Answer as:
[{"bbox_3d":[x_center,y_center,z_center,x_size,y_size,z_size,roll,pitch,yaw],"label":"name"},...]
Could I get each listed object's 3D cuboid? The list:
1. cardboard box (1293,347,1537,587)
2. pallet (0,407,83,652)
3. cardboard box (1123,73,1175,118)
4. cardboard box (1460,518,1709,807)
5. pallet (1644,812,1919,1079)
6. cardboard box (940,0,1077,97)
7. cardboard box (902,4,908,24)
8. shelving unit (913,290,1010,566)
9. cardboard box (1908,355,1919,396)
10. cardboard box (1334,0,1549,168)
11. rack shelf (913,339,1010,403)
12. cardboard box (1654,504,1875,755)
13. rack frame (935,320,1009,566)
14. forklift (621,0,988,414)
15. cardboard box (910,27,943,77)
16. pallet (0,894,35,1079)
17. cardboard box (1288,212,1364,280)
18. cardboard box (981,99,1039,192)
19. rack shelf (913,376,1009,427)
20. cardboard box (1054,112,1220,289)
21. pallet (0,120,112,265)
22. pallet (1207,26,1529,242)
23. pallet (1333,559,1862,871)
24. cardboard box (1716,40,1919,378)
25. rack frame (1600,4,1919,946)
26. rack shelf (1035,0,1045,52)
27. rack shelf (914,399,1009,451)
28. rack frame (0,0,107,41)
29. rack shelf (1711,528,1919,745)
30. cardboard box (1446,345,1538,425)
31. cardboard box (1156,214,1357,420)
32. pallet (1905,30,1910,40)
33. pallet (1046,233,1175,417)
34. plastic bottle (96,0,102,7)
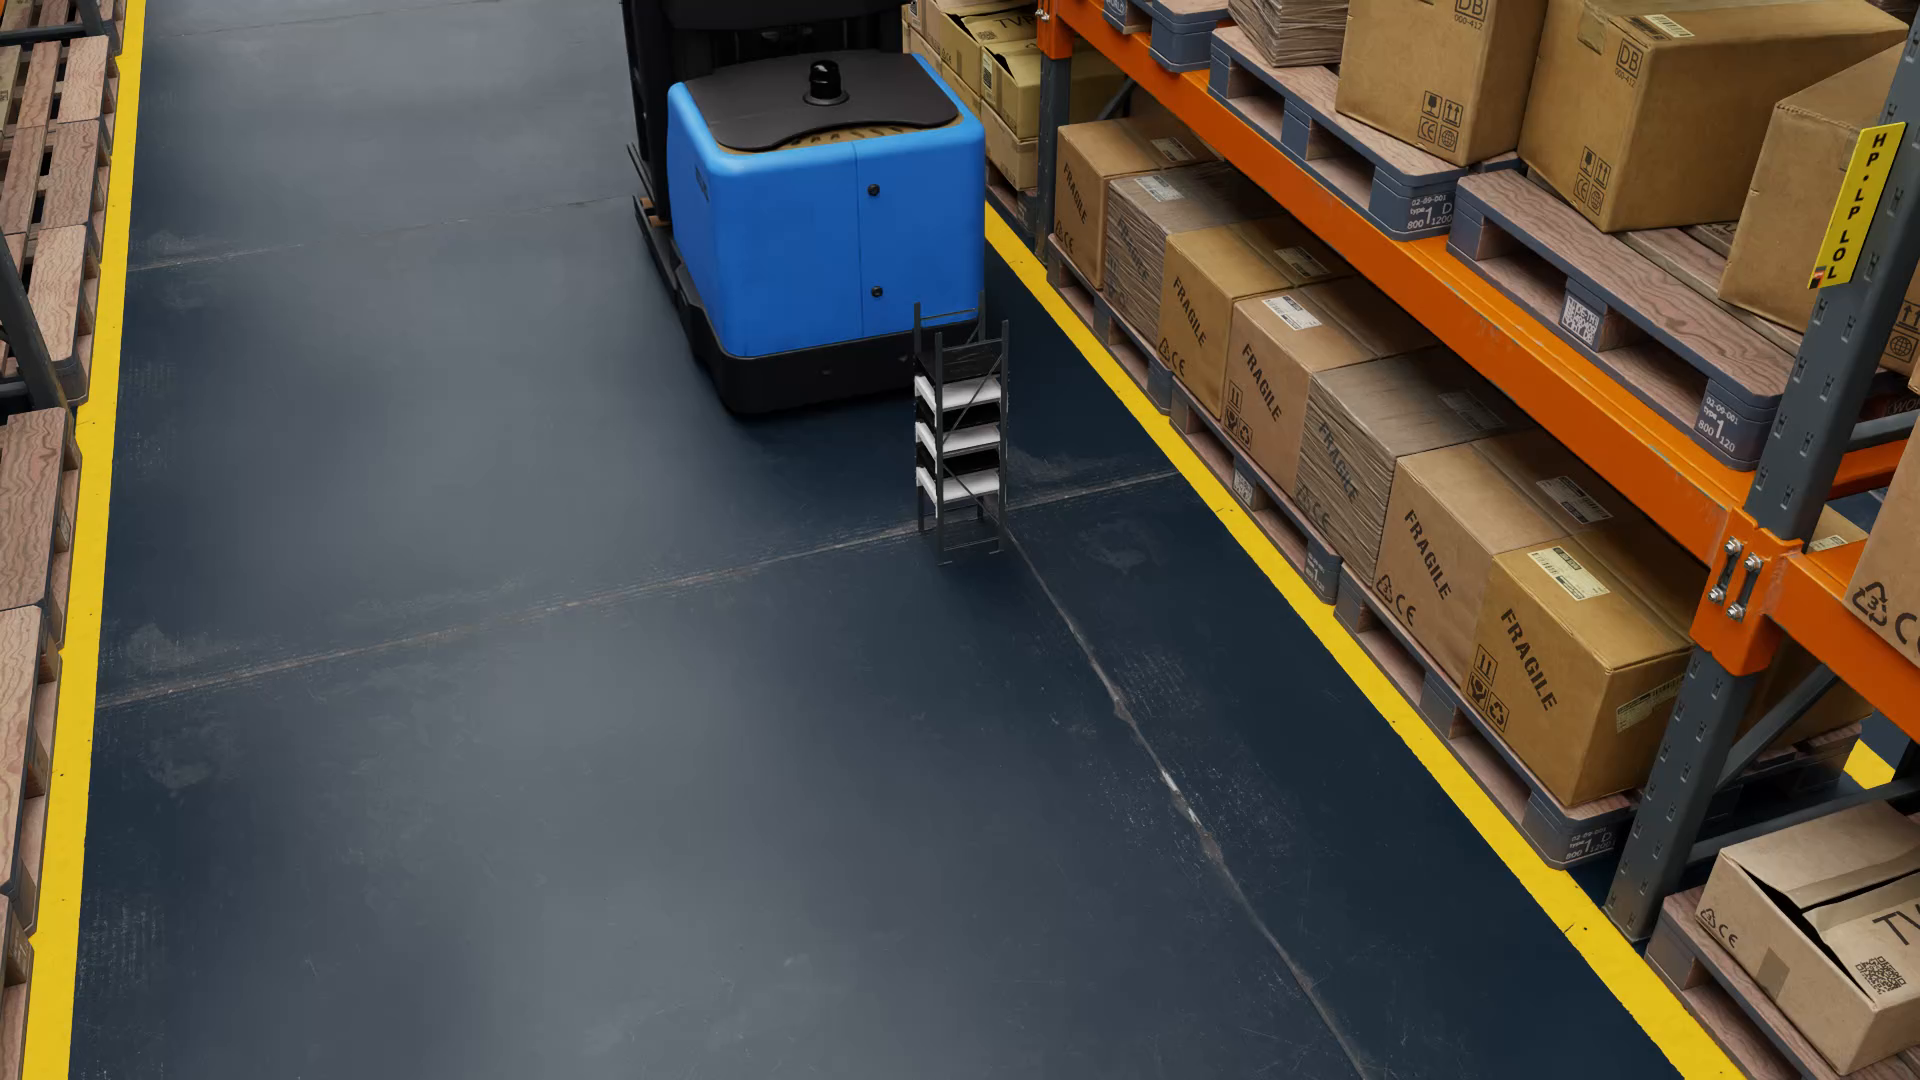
[{"bbox_3d":[1.427,-0.238,5.285,0.500,0.500,0.500,-12,39,-15],"label":"cardboard box"},{"bbox_3d":[-3.518,0.037,5.525,1.003,0.211,1.213,-12,39,-16],"label":"pallet"},{"bbox_3d":[0.919,-2.187,7.631,0.500,0.311,0.500,-11,38,-14],"label":"cardboard box"},{"bbox_3d":[1.761,0.326,4.536,0.500,0.500,0.500,-13,39,-16],"label":"cardboard box"},{"bbox_3d":[2.436,1.225,3.949,1.003,0.211,1.213,-12,39,-16],"label":"pallet"},{"bbox_3d":[0.227,-2.367,7.870,0.500,0.311,0.500,-13,39,-17],"label":"cardboard box"},{"bbox_3d":[-0.114,-2.937,8.626,0.500,0.311,0.500,-11,38,-15],"label":"cardboard box"},{"bbox_3d":[0.003,-0.355,5.473,0.258,0.900,0.210,-12,39,-16],"label":"shelving unit"},{"bbox_3d":[2.098,-0.392,2.863,0.500,0.500,0.500,-11,38,-15],"label":"cardboard box"},{"bbox_3d":[1.534,-1.470,4.777,0.700,0.500,0.500,-23,43,-27],"label":"cardboard box"},{"bbox_3d":[0.003,-0.544,5.331,0.258,0.077,0.200,-12,39,-16],"label":"rack shelf"},{"bbox_3d":[2.263,0.222,4.674,0.500,0.500,0.500,-14,39,-18],"label":"cardboard box"},{"bbox_3d":[0.038,-0.297,5.397,0.240,0.900,0.006,-12,39,-16],"label":"rack frame"},{"bbox_3d":[-0.850,-2.533,6.677,1.130,2.935,3.031,-12,39,-15],"label":"forklift"},{"bbox_3d":[0.063,-2.428,8.417,0.500,0.250,0.500,-12,39,-15],"label":"cardboard box"},{"bbox_3d":[-2.678,1.415,3.695,1.003,0.211,1.213,-12,39,-16],"label":"pallet"},{"bbox_3d":[1.544,-0.942,6.219,0.500,0.500,0.500,-14,39,-18],"label":"cardboard box"},{"bbox_3d":[0.414,-1.853,7.653,0.500,0.250,0.500,-12,39,-15],"label":"cardboard box"},{"bbox_3d":[0.003,-0.472,5.385,0.258,0.077,0.200,-12,39,-16],"label":"rack shelf"},{"bbox_3d":[0.712,-1.398,6.825,0.500,0.500,0.500,-11,38,-14],"label":"cardboard box"},{"bbox_3d":[-4.474,-1.533,7.610,1.003,0.211,1.213,-12,39,-16],"label":"pallet"},{"bbox_3d":[1.497,-1.363,5.225,1.003,0.211,1.213,-12,39,-16],"label":"pallet"},{"bbox_3d":[1.885,0.385,5.064,1.003,0.211,1.213,-12,39,-16],"label":"pallet"},{"bbox_3d":[2.247,-0.799,3.885,0.700,0.500,0.500,-26,44,-31],"label":"cardboard box"},{"bbox_3d":[2.200,-0.277,3.625,1.000,3.000,0.127,-12,39,-16],"label":"rack frame"},{"bbox_3d":[0.136,-3.379,8.341,1.077,0.370,4.000,-12,39,-16],"label":"rack shelf"},{"bbox_3d":[0.003,-0.400,5.439,0.258,0.077,0.200,-12,39,-16],"label":"rack shelf"},{"bbox_3d":[-5.205,-3.773,8.266,1.000,3.000,0.127,-12,39,-16],"label":"rack frame"},{"bbox_3d":[2.889,1.140,2.341,1.077,0.370,4.000,-12,39,-16],"label":"rack shelf"},{"bbox_3d":[1.904,-0.361,5.448,0.500,0.500,0.500,-12,39,-15],"label":"cardboard box"},{"bbox_3d":[1.065,-0.819,6.056,0.500,0.500,0.500,-13,39,-17],"label":"cardboard box"},{"bbox_3d":[5.206,-2.893,9.415,1.003,0.211,1.213,-12,39,-16],"label":"pallet"},{"bbox_3d":[1.045,-0.993,6.894,1.003,0.211,1.213,-12,39,-16],"label":"pallet"},{"bbox_3d":[-4.903,-3.130,9.314,0.097,0.271,0.097,0,37,0],"label":"plastic bottle"}]
